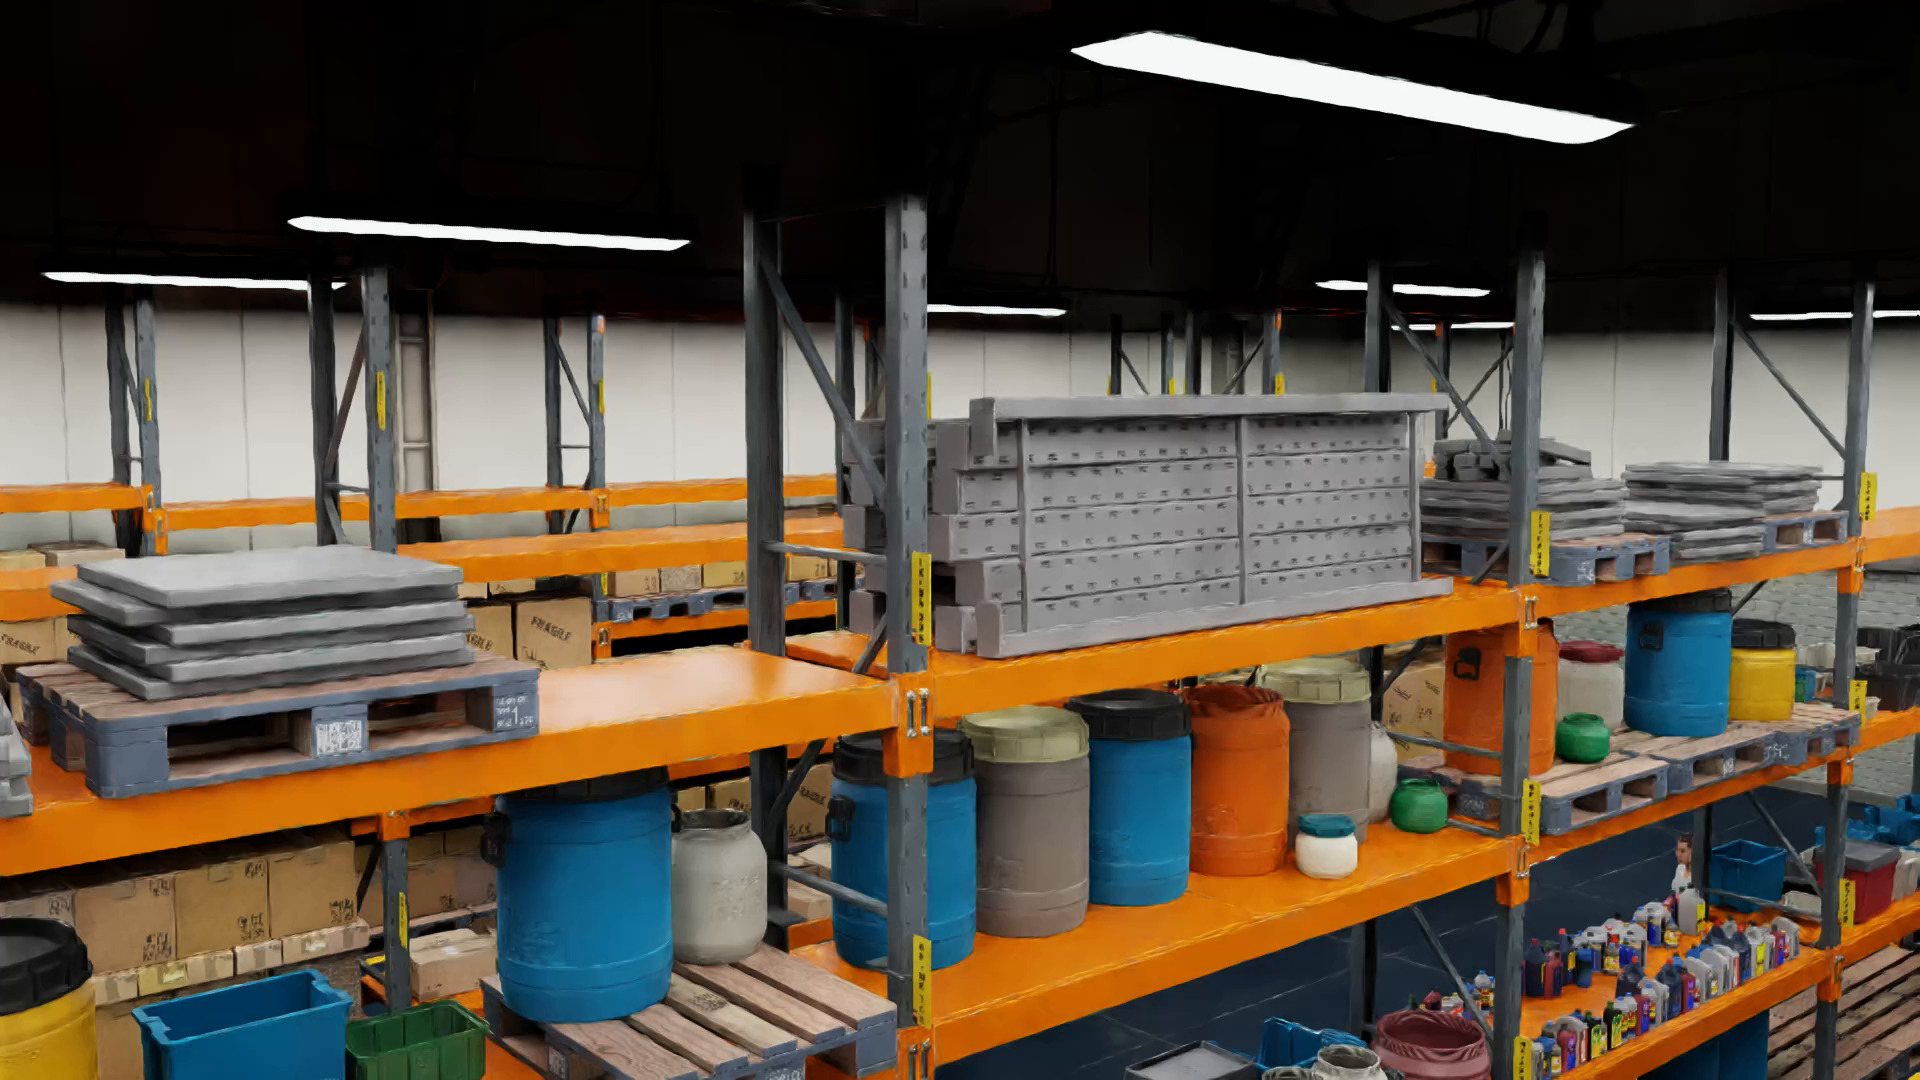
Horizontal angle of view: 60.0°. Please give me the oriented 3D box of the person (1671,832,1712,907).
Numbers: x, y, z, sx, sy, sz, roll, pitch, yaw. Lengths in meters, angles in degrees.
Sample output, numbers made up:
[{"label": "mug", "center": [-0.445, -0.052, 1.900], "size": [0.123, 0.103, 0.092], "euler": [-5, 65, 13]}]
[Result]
[{"label": "person", "center": [5.815, 3.102, 13.137], "size": [0.959, 1.618, 0.485], "euler": [-2, 6, -17]}]
